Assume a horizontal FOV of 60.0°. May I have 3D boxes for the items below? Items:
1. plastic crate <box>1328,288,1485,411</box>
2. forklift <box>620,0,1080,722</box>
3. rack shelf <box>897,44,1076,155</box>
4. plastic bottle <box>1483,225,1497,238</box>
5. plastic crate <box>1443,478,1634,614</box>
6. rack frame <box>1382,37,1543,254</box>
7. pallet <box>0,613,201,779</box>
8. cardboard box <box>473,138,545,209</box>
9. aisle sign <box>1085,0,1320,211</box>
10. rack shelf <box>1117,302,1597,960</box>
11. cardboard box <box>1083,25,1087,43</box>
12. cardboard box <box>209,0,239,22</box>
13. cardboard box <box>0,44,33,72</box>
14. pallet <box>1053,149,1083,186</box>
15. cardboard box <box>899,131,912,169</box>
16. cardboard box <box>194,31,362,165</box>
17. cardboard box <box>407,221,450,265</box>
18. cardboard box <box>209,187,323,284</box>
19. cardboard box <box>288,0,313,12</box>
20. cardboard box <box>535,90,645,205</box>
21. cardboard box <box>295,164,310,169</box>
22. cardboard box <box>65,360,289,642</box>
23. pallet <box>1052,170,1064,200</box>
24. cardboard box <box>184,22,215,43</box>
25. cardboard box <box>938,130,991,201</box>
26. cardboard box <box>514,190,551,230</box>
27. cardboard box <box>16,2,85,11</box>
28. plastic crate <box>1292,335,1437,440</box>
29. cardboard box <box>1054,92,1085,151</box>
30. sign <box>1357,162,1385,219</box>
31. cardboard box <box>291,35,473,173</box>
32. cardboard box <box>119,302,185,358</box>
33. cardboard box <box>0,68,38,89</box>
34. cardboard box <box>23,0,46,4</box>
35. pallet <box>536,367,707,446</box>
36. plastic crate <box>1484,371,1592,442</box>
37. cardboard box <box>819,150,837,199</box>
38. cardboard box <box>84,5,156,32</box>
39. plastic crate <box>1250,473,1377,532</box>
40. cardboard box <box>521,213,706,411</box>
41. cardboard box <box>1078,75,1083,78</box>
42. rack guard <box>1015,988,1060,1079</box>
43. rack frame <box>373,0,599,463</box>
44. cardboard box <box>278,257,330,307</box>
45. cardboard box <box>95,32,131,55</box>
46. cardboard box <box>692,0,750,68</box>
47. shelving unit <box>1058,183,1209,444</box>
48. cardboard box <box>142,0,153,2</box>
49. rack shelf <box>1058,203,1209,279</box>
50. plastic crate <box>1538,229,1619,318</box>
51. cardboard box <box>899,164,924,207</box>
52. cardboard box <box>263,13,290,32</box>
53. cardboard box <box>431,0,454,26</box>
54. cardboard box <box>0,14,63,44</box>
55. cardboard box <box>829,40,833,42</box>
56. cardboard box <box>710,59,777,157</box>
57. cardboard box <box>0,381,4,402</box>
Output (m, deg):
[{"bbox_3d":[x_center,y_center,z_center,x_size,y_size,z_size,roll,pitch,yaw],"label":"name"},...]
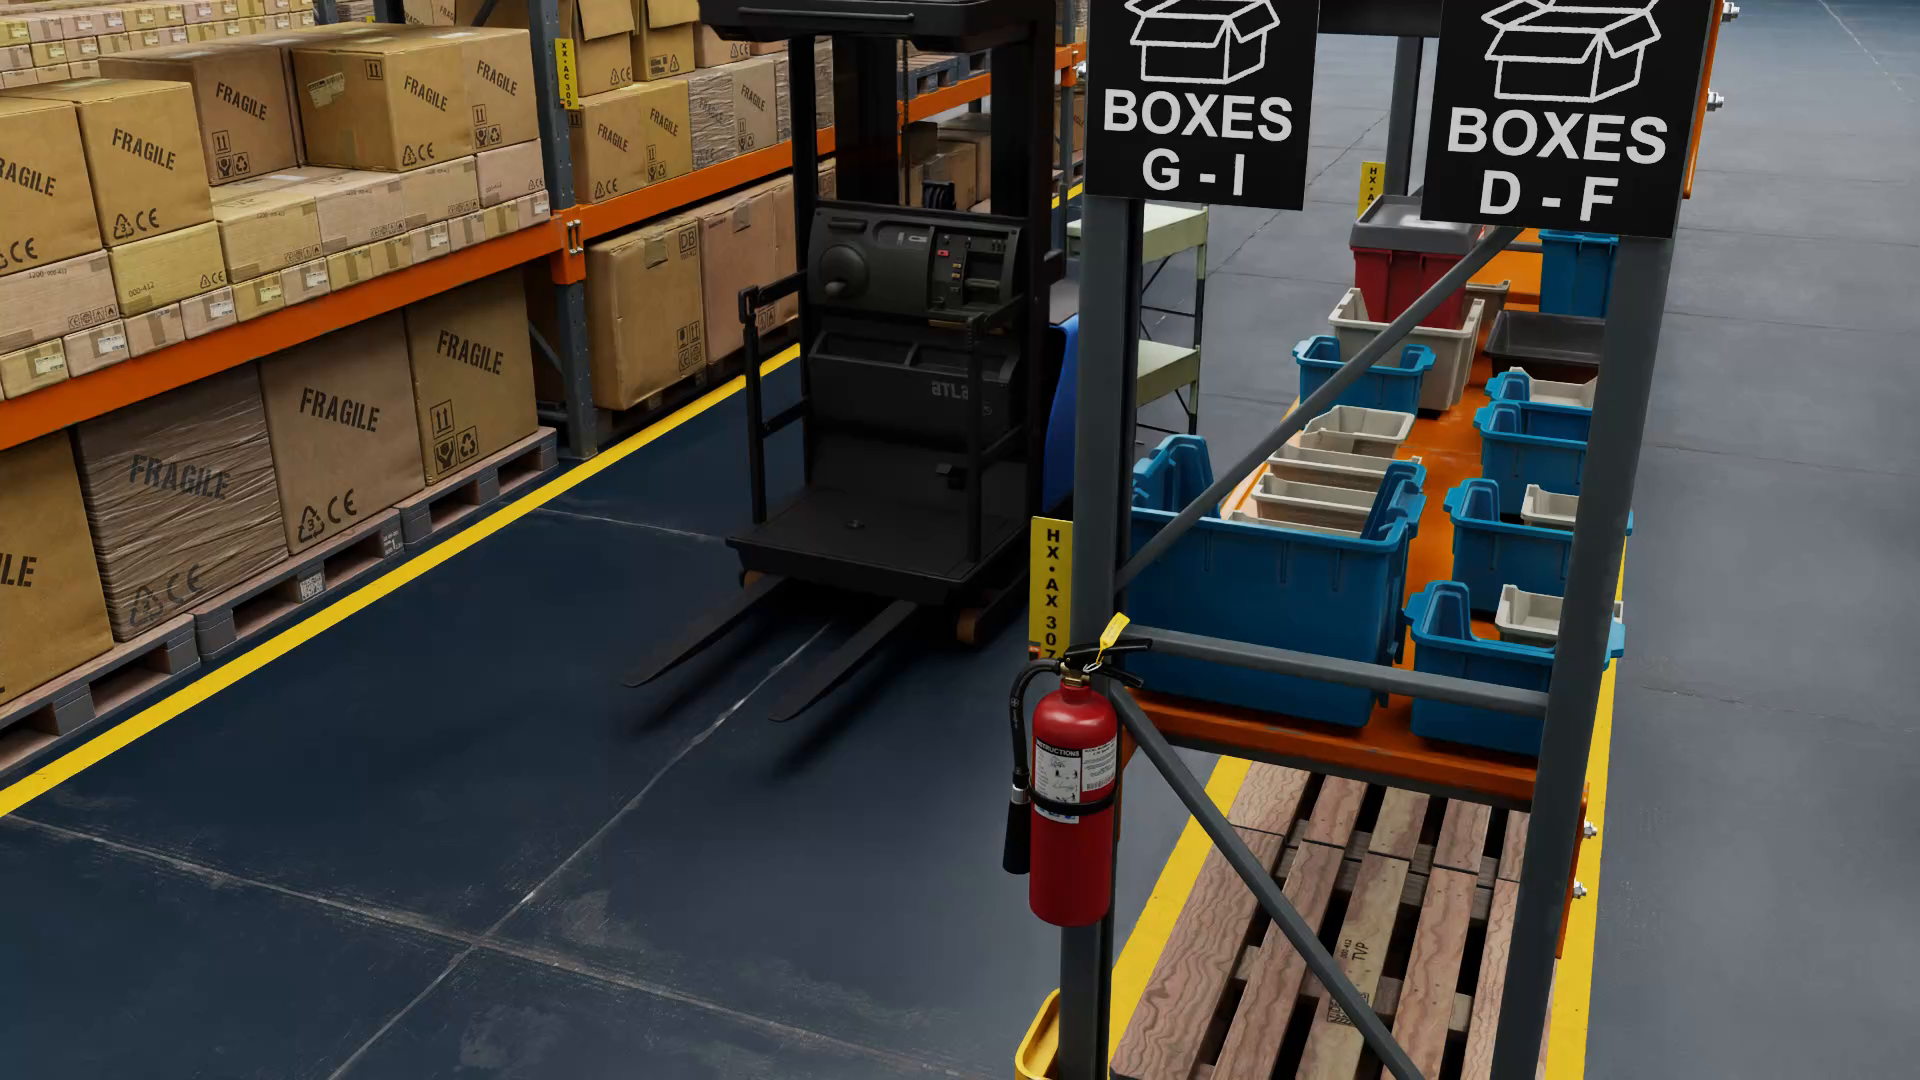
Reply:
[{"bbox_3d":[1.454,-0.627,5.434,0.437,0.282,0.530,9,24,20],"label":"plastic crate"},{"bbox_3d":[-0.283,-1.111,6.606,1.130,2.935,3.031,10,25,23],"label":"forklift"},{"bbox_3d":[-0.177,-3.698,13.644,1.077,0.370,4.000,9,24,20],"label":"rack shelf"},{"bbox_3d":[2.364,-1.506,7.528,0.144,0.351,0.185,9,24,20],"label":"plastic bottle"},{"bbox_3d":[1.349,0.031,3.924,0.416,0.233,0.300,9,24,20],"label":"plastic crate"},{"bbox_3d":[2.192,-1.174,6.668,1.000,3.000,0.127,9,24,20],"label":"rack frame"},{"bbox_3d":[-3.668,0.538,6.188,1.003,0.211,1.213,9,24,20],"label":"pallet"},{"bbox_3d":[-2.326,-1.755,7.869,0.500,0.250,0.500,8,24,19],"label":"cardboard box"},{"bbox_3d":[0.408,-0.958,2.779,0.394,0.787,0.004,9,24,20],"label":"aisle sign"},{"bbox_3d":[1.450,-0.126,5.093,1.077,0.370,4.000,9,24,20],"label":"rack shelf"},{"bbox_3d":[1.030,-4.751,15.558,0.380,0.149,0.250,9,24,20],"label":"cardboard box"},{"bbox_3d":[-5.533,-3.892,12.186,0.380,0.149,0.250,10,24,22],"label":"cardboard box"},{"bbox_3d":[-6.210,-3.105,10.686,0.380,0.149,0.250,9,24,21],"label":"cardboard box"},{"bbox_3d":[0.782,-3.704,16.344,1.003,0.211,1.213,9,24,20],"label":"pallet"},{"bbox_3d":[-0.699,-2.954,12.629,0.500,0.250,0.500,10,25,22],"label":"cardboard box"},{"bbox_3d":[-3.012,-1.987,7.451,0.500,0.500,0.500,9,24,20],"label":"cardboard box"},{"bbox_3d":[-2.502,-1.335,7.380,0.380,0.149,0.250,9,24,21],"label":"cardboard box"},{"bbox_3d":[-2.897,-1.206,6.555,0.500,0.250,0.500,8,24,19],"label":"cardboard box"},{"bbox_3d":[-5.244,-4.172,12.855,0.380,0.149,0.250,8,24,18],"label":"cardboard box"},{"bbox_3d":[-2.003,-2.058,8.655,0.500,0.500,0.500,9,24,20],"label":"cardboard box"},{"bbox_3d":[-3.013,-1.643,7.600,0.500,0.250,0.500,9,24,20],"label":"cardboard box"},{"bbox_3d":[-3.390,-0.231,6.623,0.875,0.875,0.875,9,24,20],"label":"cardboard box"},{"bbox_3d":[0.278,-3.180,15.089,1.003,0.211,1.213,9,24,20],"label":"pallet"},{"bbox_3d":[-5.630,-3.665,12.028,0.380,0.149,0.250,9,24,20],"label":"cardboard box"},{"bbox_3d":[-0.085,-3.210,14.216,0.700,0.500,0.500,7,24,15],"label":"cardboard box"},{"bbox_3d":[-2.215,-1.611,8.040,0.380,0.149,0.250,9,24,20],"label":"cardboard box"},{"bbox_3d":[-6.422,-3.716,11.763,0.380,0.149,0.250,8,24,19],"label":"cardboard box"},{"bbox_3d":[1.231,-0.464,5.109,0.416,0.233,0.300,9,24,20],"label":"plastic crate"},{"bbox_3d":[0.957,-4.129,16.442,0.500,0.500,0.500,18,29,37],"label":"cardboard box"},{"bbox_3d":[1.682,-1.381,6.805,0.100,0.325,0.005,9,24,20],"label":"sign"},{"bbox_3d":[-2.519,-1.915,7.279,0.500,0.500,0.500,9,24,21],"label":"cardboard box"},{"bbox_3d":[-3.074,-0.783,6.059,0.380,0.149,0.250,8,24,19],"label":"cardboard box"},{"bbox_3d":[-6.206,-2.971,10.752,0.380,0.149,0.250,9,24,20],"label":"cardboard box"},{"bbox_3d":[-9.340,-5.388,16.538,0.380,0.149,0.250,10,25,22],"label":"cardboard box"},{"bbox_3d":[-2.189,-0.883,9.590,1.003,0.211,1.213,9,24,20],"label":"pallet"},{"bbox_3d":[1.705,-0.312,4.746,0.416,0.233,0.300,9,24,20],"label":"plastic crate"},{"bbox_3d":[-1.196,-2.283,11.537,1.225,0.875,0.875,8,24,18],"label":"cardboard box"},{"bbox_3d":[-5.824,-3.616,11.525,0.380,0.149,0.250,10,24,22],"label":"cardboard box"},{"bbox_3d":[0.963,-0.068,4.284,0.396,0.136,0.243,9,24,20],"label":"plastic crate"},{"bbox_3d":[-2.187,-1.328,9.249,1.225,0.875,0.875,9,24,20],"label":"cardboard box"},{"bbox_3d":[1.614,-4.777,17.994,0.500,0.500,0.500,16,28,34],"label":"cardboard box"},{"bbox_3d":[0.710,1.422,3.698,1.175,0.500,0.348,9,24,20],"label":"rack guard"},{"bbox_3d":[-2.406,-1.883,8.365,1.000,3.000,0.127,9,24,20],"label":"rack frame"},{"bbox_3d":[-2.788,-1.060,6.722,0.380,0.149,0.250,9,24,21],"label":"cardboard box"},{"bbox_3d":[-5.918,-3.389,11.368,0.380,0.149,0.250,8,24,19],"label":"cardboard box"},{"bbox_3d":[-1.695,-3.090,9.825,0.797,0.503,0.637,10,25,22],"label":"cardboard box"},{"bbox_3d":[0.861,-1.072,8.371,0.431,1.500,0.755,16,28,34],"label":"shelving unit"},{"bbox_3d":[-6.131,-3.997,12.436,0.380,0.149,0.250,8,24,18],"label":"cardboard box"},{"bbox_3d":[0.860,-1.433,8.220,0.431,0.370,0.720,16,28,34],"label":"rack shelf"},{"bbox_3d":[2.336,-0.978,6.143,0.392,0.384,0.575,9,24,20],"label":"plastic crate"},{"bbox_3d":[-0.690,-2.606,12.770,0.700,0.500,0.500,7,24,17],"label":"cardboard box"},{"bbox_3d":[-5.346,-3.938,12.681,0.380,0.149,0.250,10,25,22],"label":"cardboard box"},{"bbox_3d":[-4.696,-4.591,14.720,0.500,0.500,0.500,9,24,20],"label":"cardboard box"},{"bbox_3d":[-6.110,-3.337,10.857,0.380,0.149,0.250,8,24,19],"label":"cardboard box"},{"bbox_3d":[-0.874,-3.148,11.265,0.500,0.500,0.500,10,25,22],"label":"cardboard box"},{"bbox_3d":[-1.444,-2.602,9.959,0.500,0.500,0.500,9,24,21],"label":"cardboard box"},{"bbox_3d":[-3.360,-0.507,5.398,0.380,0.149,0.250,8,24,19],"label":"cardboard box"}]
